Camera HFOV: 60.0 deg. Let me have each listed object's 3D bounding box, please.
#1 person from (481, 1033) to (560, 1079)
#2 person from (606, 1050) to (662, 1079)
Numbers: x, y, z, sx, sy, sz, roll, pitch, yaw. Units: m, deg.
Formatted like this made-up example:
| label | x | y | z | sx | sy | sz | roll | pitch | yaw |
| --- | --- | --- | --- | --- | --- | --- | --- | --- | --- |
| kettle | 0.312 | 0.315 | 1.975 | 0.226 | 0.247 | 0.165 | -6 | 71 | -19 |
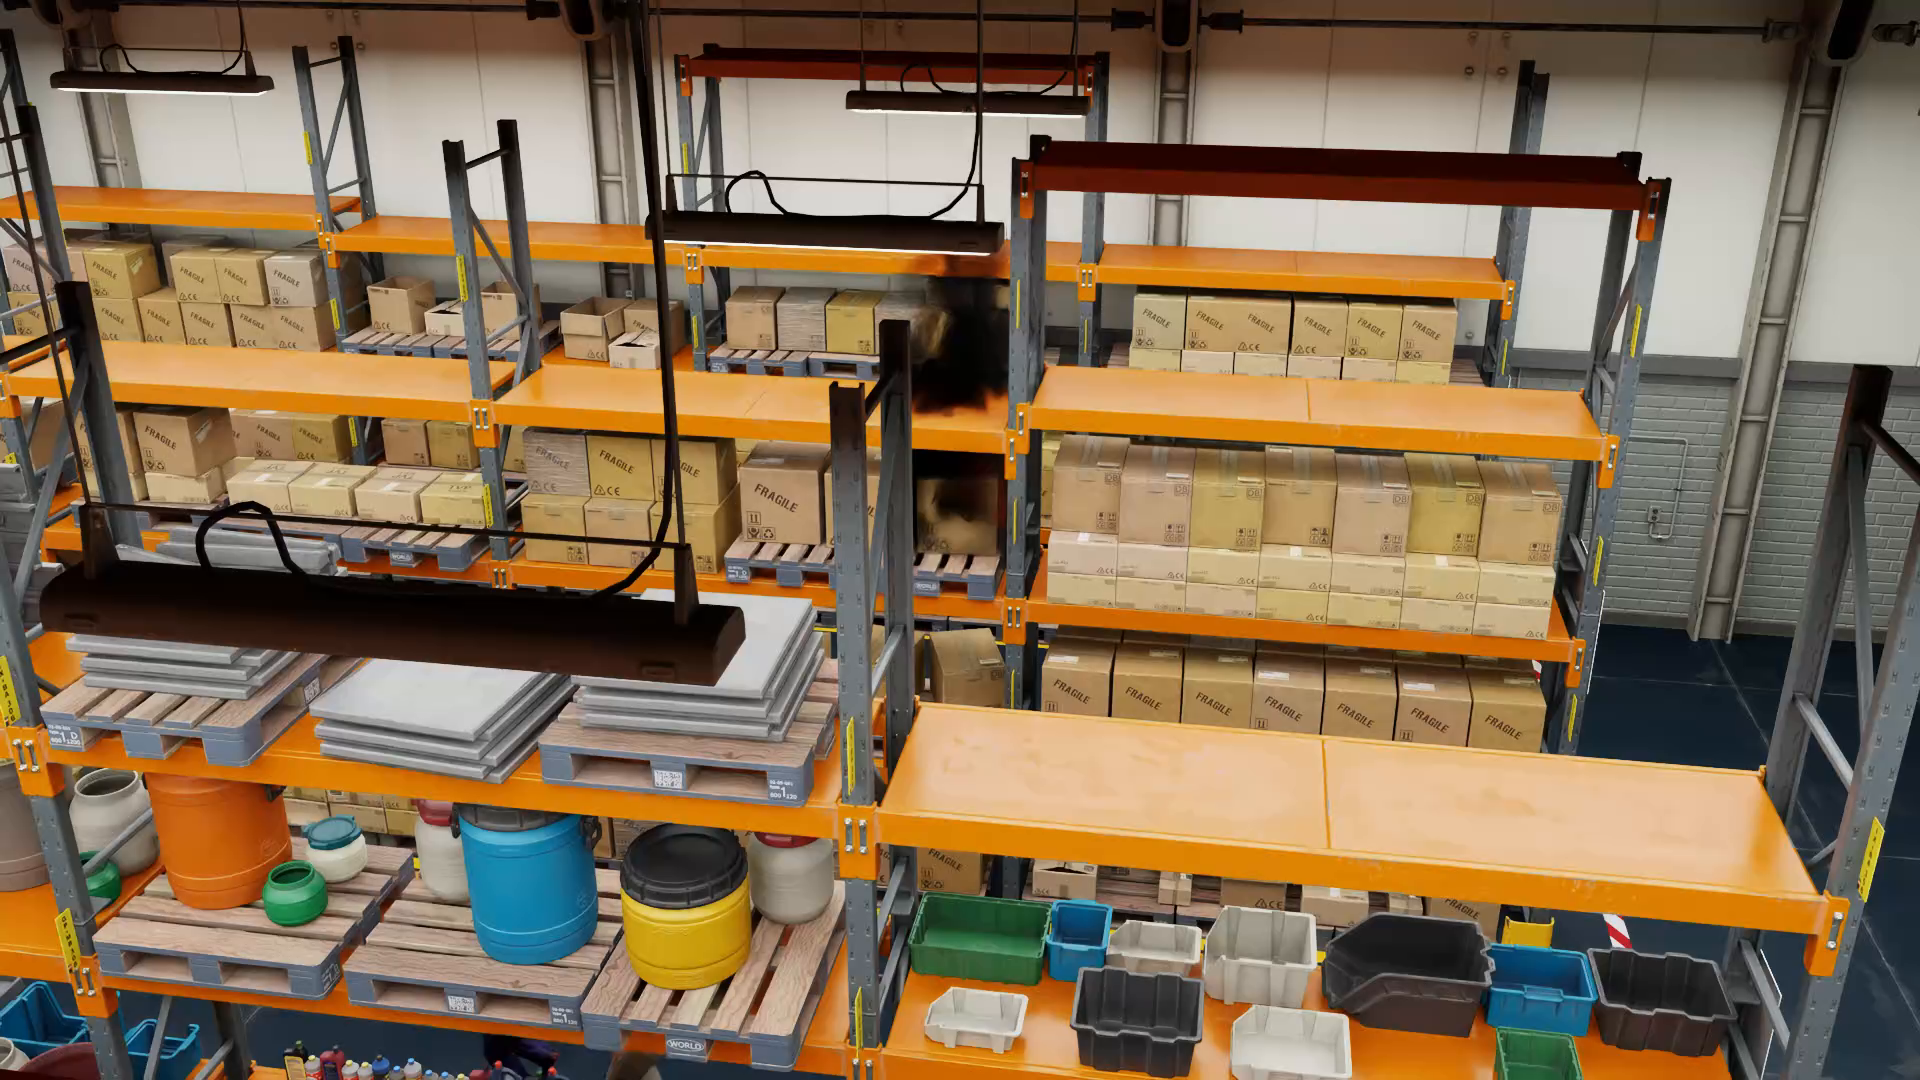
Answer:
| label | x | y | z | sx | sy | sz | roll | pitch | yaw |
| --- | --- | --- | --- | --- | --- | --- | --- | --- | --- |
| person | -2.998 | 3.096 | 11.028 | 0.543 | 1.600 | 0.588 | 0 | 23 | 1 |
| person | -2.033 | 3.172 | 10.731 | 0.594 | 1.671 | 0.713 | 5 | 24 | 12 |
